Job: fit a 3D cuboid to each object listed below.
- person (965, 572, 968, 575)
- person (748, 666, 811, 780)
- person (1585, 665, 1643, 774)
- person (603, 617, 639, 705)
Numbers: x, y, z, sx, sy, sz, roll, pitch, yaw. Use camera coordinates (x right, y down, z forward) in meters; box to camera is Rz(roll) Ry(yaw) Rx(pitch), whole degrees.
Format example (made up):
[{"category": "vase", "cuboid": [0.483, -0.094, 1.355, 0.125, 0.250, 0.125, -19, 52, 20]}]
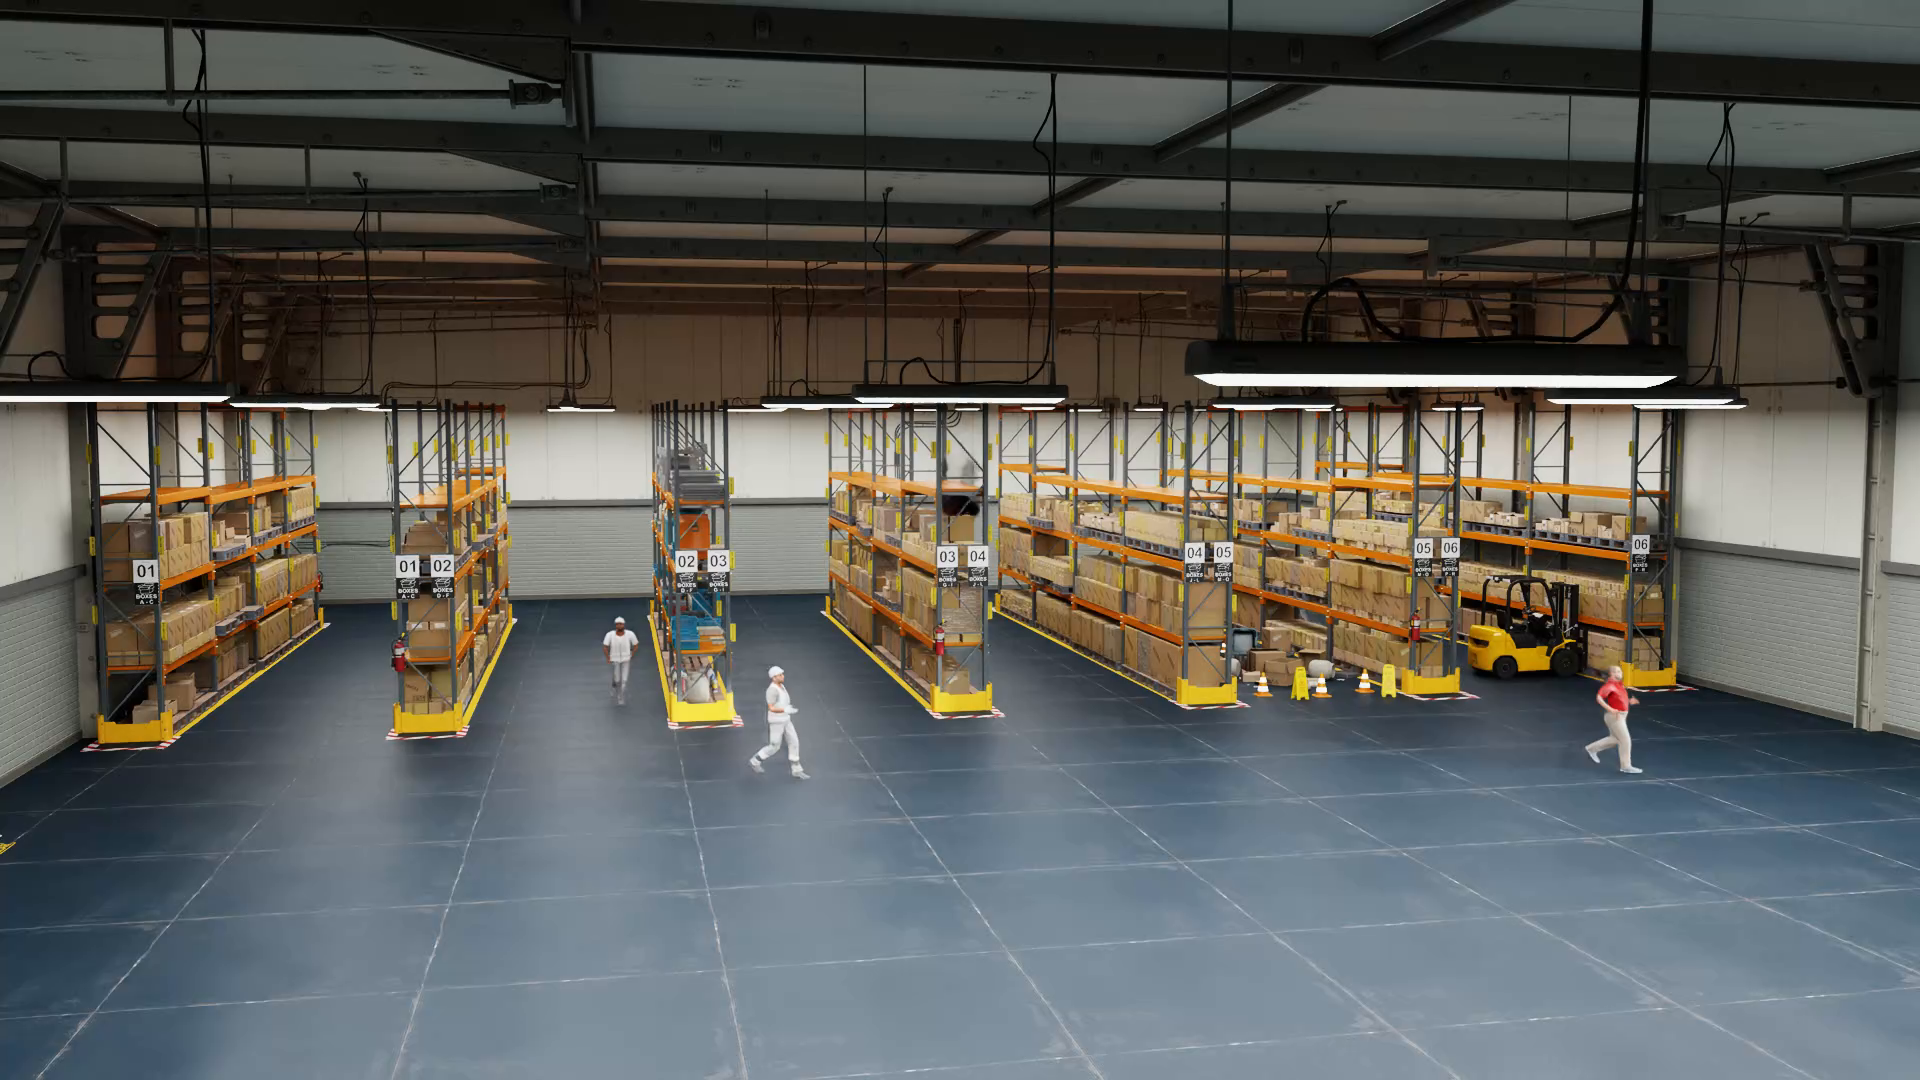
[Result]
[{"category": "person", "cuboid": [0.299, 1.559, 43.832, 0.682, 1.734, 0.702, -1, 4, -8]}, {"category": "person", "cuboid": [-2.825, 2.865, 26.083, 0.977, 1.783, 0.670, 1, 4, 15]}, {"category": "person", "cuboid": [10.503, 2.854, 26.672, 0.902, 1.696, 0.675, 3, 5, 34]}, {"category": "person", "cuboid": [-6.699, 2.386, 32.920, 0.691, 1.734, 0.632, -1, 4, -13]}]
